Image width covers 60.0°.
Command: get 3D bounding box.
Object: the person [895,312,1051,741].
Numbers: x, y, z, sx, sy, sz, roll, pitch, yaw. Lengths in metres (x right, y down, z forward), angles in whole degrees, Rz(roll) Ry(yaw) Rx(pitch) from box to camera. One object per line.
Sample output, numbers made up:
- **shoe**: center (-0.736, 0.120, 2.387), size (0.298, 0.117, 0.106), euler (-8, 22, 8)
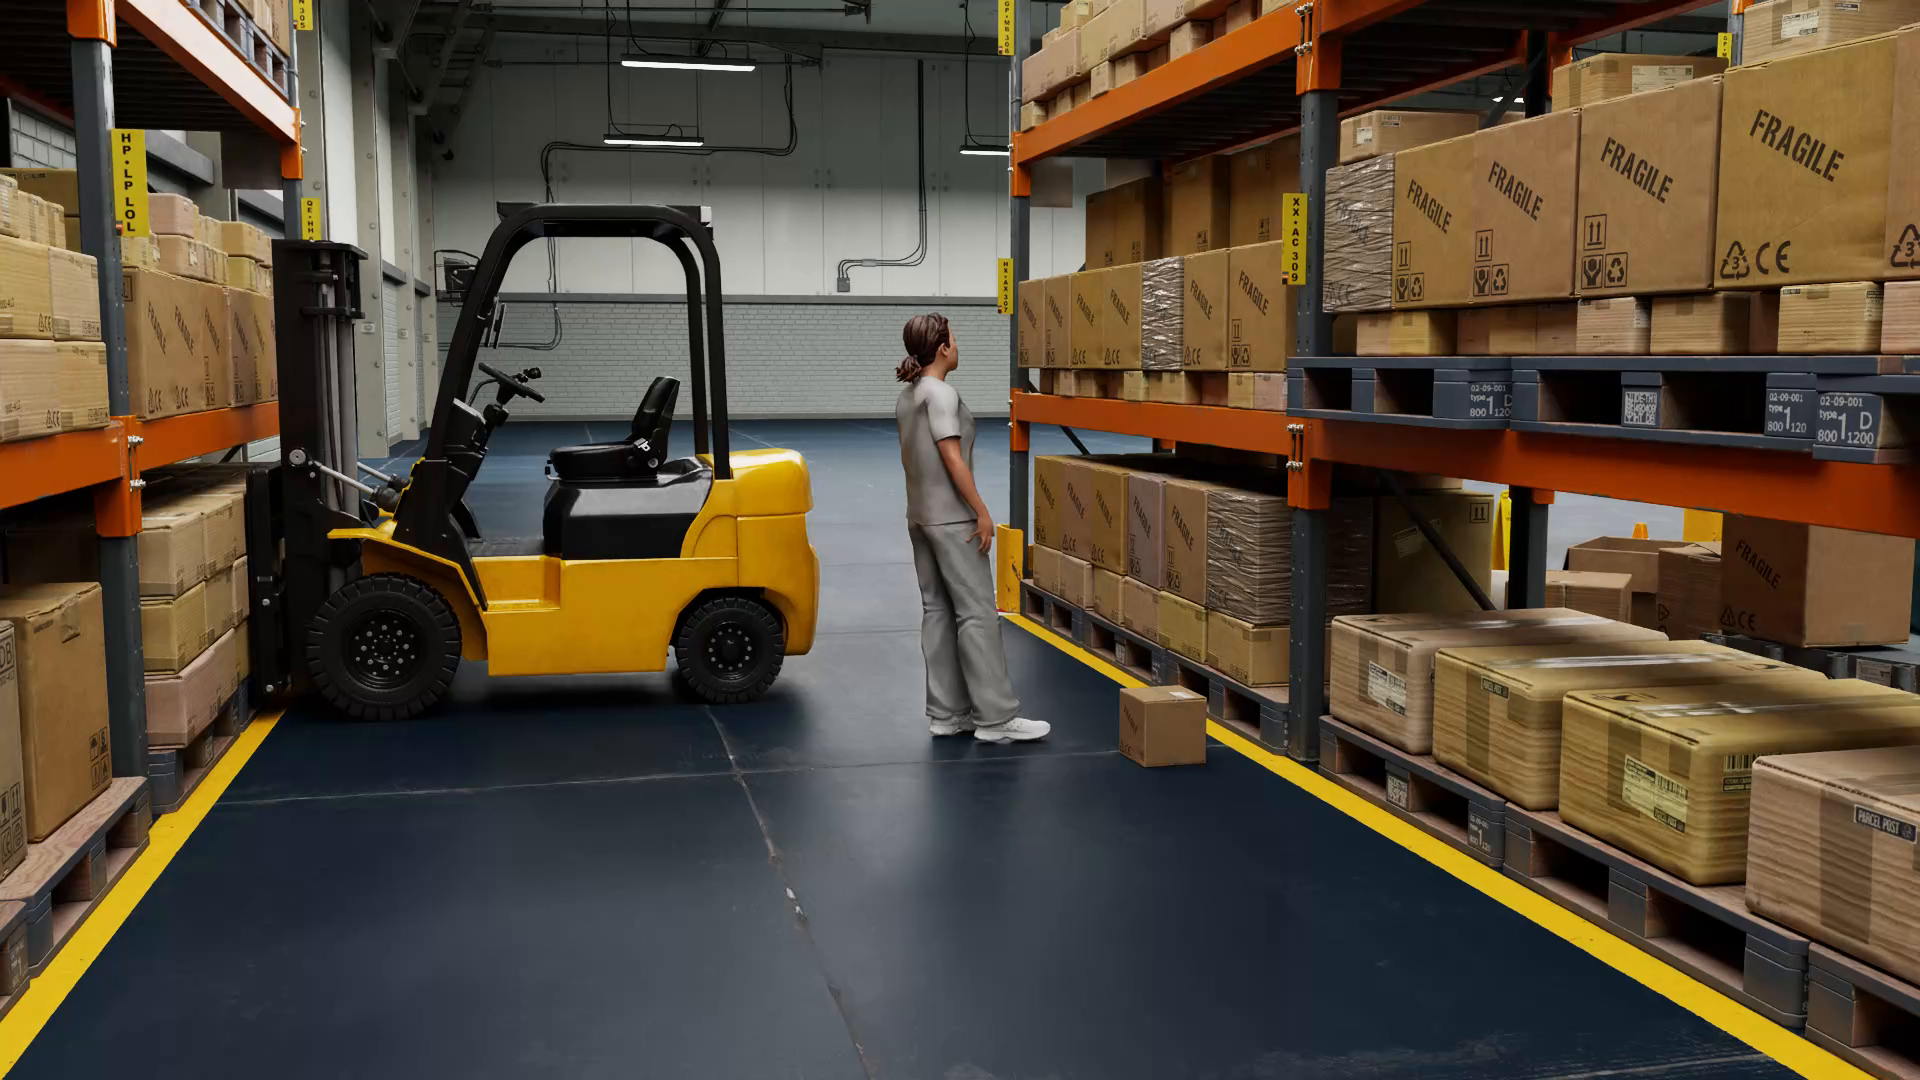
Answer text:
- **person**: center (0.009, -0.060, 6.610), size (0.549, 1.676, 0.549), euler (-3, 7, -25)
